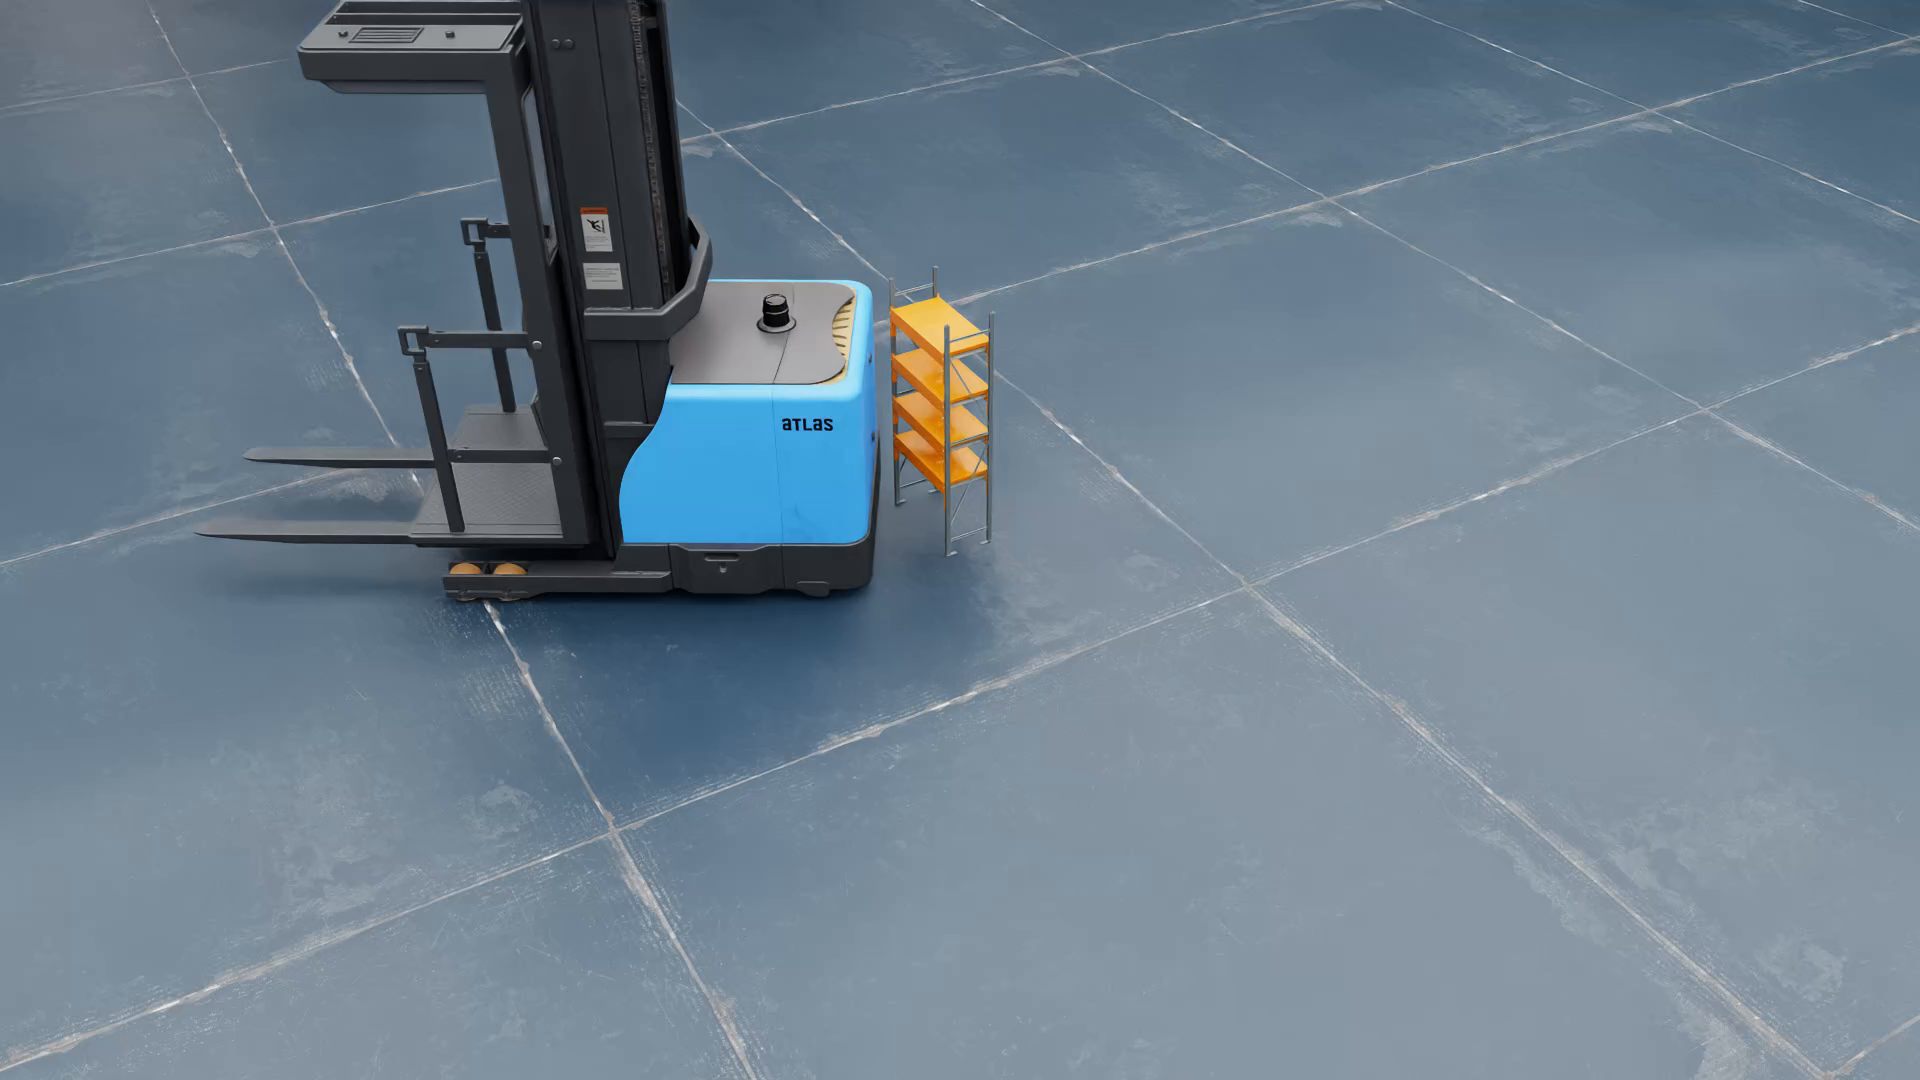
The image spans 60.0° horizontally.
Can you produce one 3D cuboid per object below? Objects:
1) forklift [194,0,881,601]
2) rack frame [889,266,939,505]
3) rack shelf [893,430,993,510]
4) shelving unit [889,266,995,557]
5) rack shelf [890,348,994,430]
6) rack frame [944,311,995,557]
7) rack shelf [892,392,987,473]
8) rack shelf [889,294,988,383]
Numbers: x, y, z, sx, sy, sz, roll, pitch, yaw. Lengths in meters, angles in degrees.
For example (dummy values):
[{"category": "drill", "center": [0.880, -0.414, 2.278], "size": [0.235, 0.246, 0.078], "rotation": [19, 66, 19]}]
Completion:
[{"category": "forklift", "center": [-1.904, -1.225, 6.942], "size": [3.031, 2.935, 1.130], "rotation": [0, 36, 0]}, {"category": "rack frame", "center": [-0.206, -0.693, 7.682], "size": [0.240, 1.200, 0.015], "rotation": [-19, 40, -24]}, {"category": "rack shelf", "center": [-0.083, -0.354, 7.668], "size": [0.258, 0.148, 0.480], "rotation": [-19, 40, -24]}, {"category": "shelving unit", "center": [-0.083, -0.569, 7.512], "size": [0.258, 1.200, 0.503], "rotation": [-19, 40, -24]}, {"category": "rack shelf", "center": [-0.083, -0.695, 7.419], "size": [0.258, 0.148, 0.480], "rotation": [-19, 40, -24]}, {"category": "rack frame", "center": [0.039, -0.445, 7.341], "size": [0.240, 1.200, 0.015], "rotation": [-19, 40, -24]}, {"category": "rack shelf", "center": [-0.083, -0.515, 7.551], "size": [0.258, 0.148, 0.480], "rotation": [-19, 40, -24]}, {"category": "rack shelf", "center": [-0.083, -0.886, 7.280], "size": [0.258, 0.148, 0.480], "rotation": [-19, 40, -24]}]
